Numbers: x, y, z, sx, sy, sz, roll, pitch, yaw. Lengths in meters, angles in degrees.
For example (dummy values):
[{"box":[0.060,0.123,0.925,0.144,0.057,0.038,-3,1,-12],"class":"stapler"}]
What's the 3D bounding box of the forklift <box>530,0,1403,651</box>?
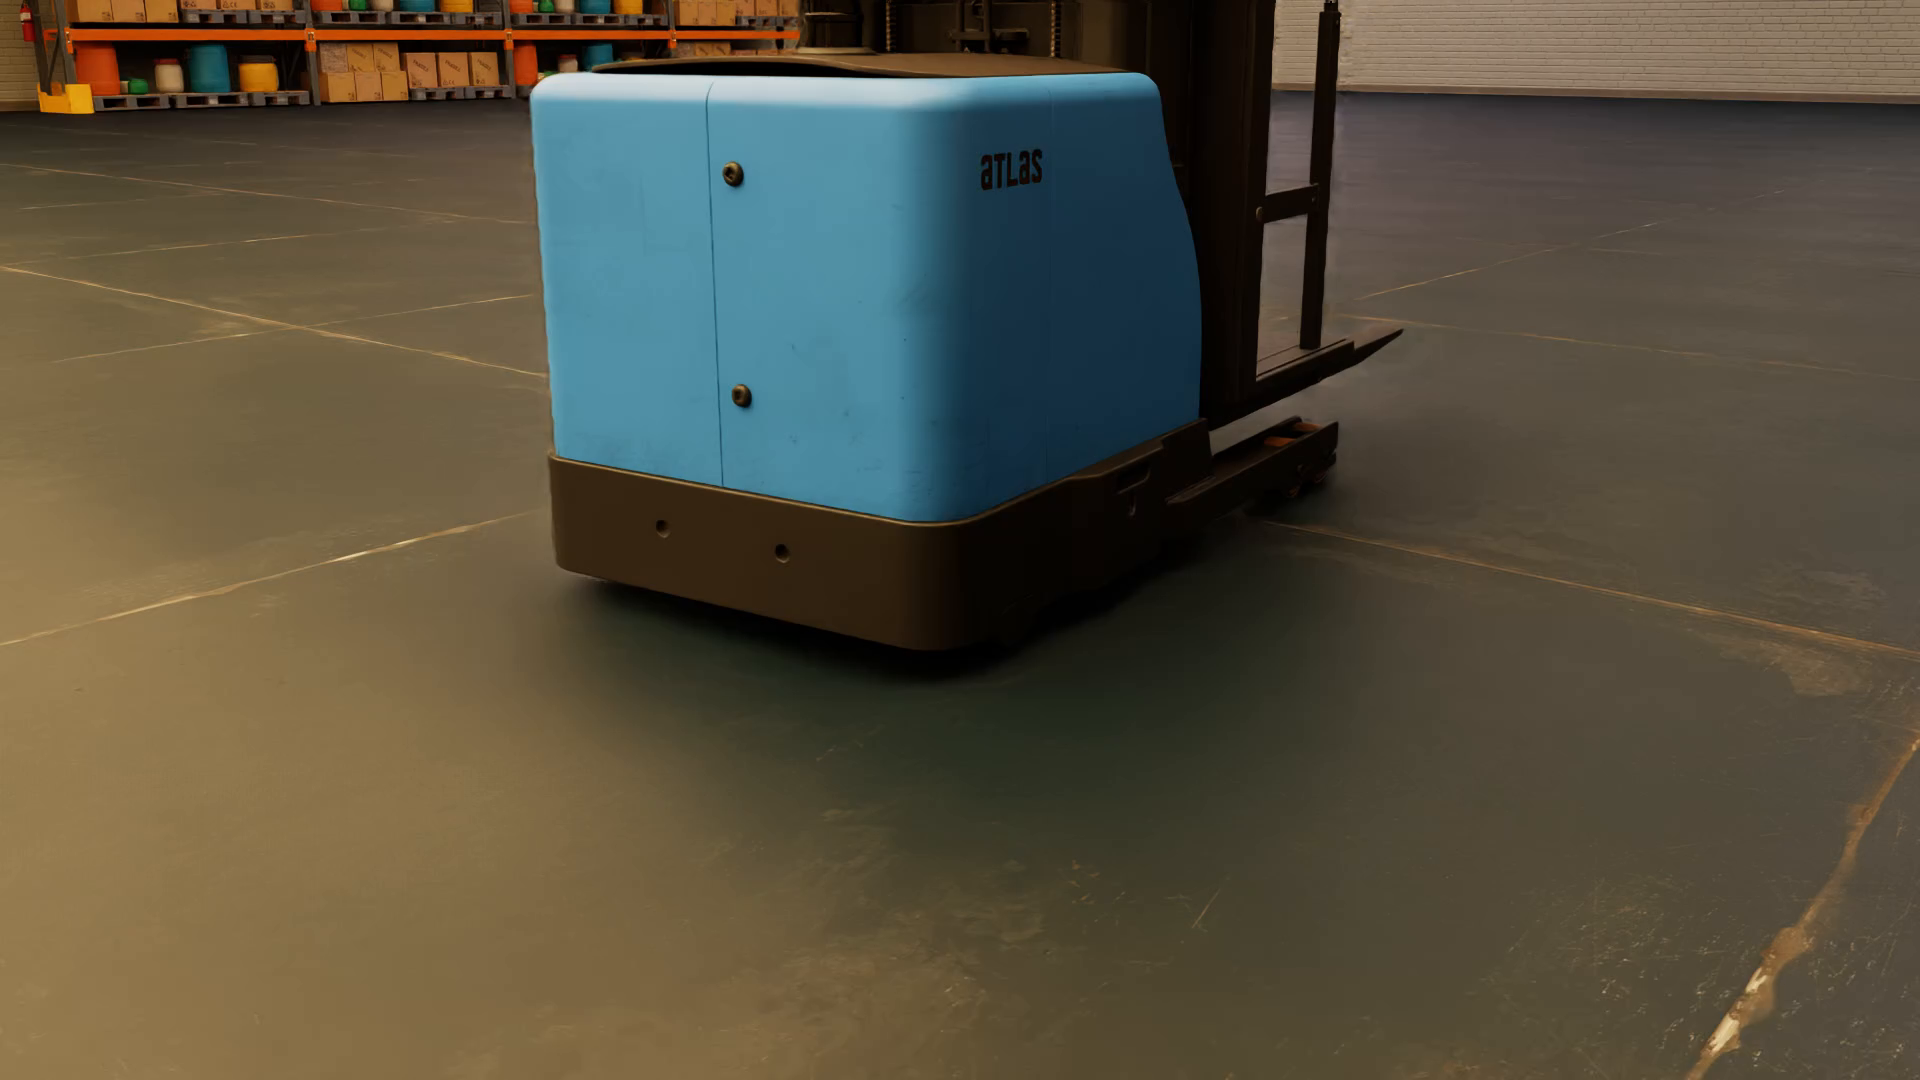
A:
[{"box":[0.357,-1.571,4.072,1.130,2.935,3.031,11,20,31],"class":"forklift"}]
